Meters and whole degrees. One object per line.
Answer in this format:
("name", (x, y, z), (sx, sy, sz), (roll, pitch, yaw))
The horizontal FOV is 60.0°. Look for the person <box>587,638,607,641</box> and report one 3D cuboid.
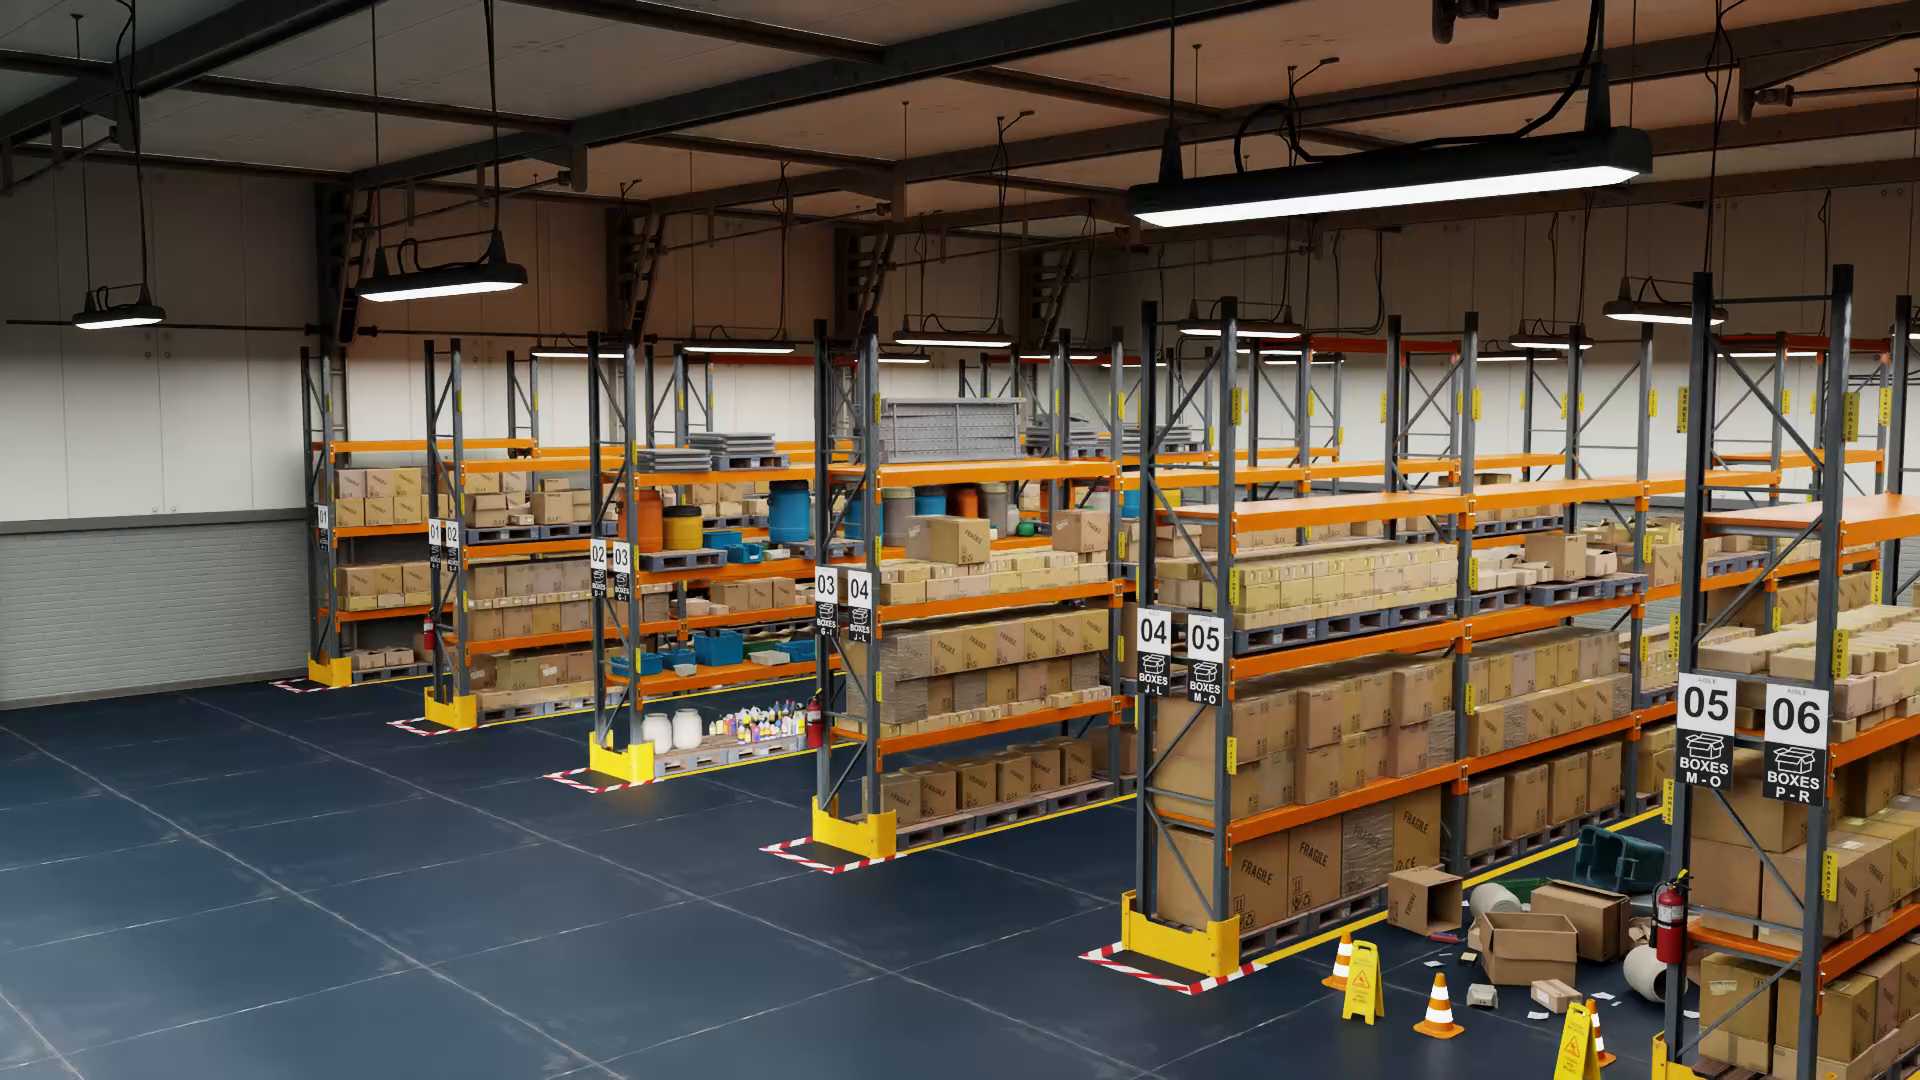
("person", (-6.669, 1.620, 30.326), (0.633, 1.820, 0.593), (-2, 5, -21))
